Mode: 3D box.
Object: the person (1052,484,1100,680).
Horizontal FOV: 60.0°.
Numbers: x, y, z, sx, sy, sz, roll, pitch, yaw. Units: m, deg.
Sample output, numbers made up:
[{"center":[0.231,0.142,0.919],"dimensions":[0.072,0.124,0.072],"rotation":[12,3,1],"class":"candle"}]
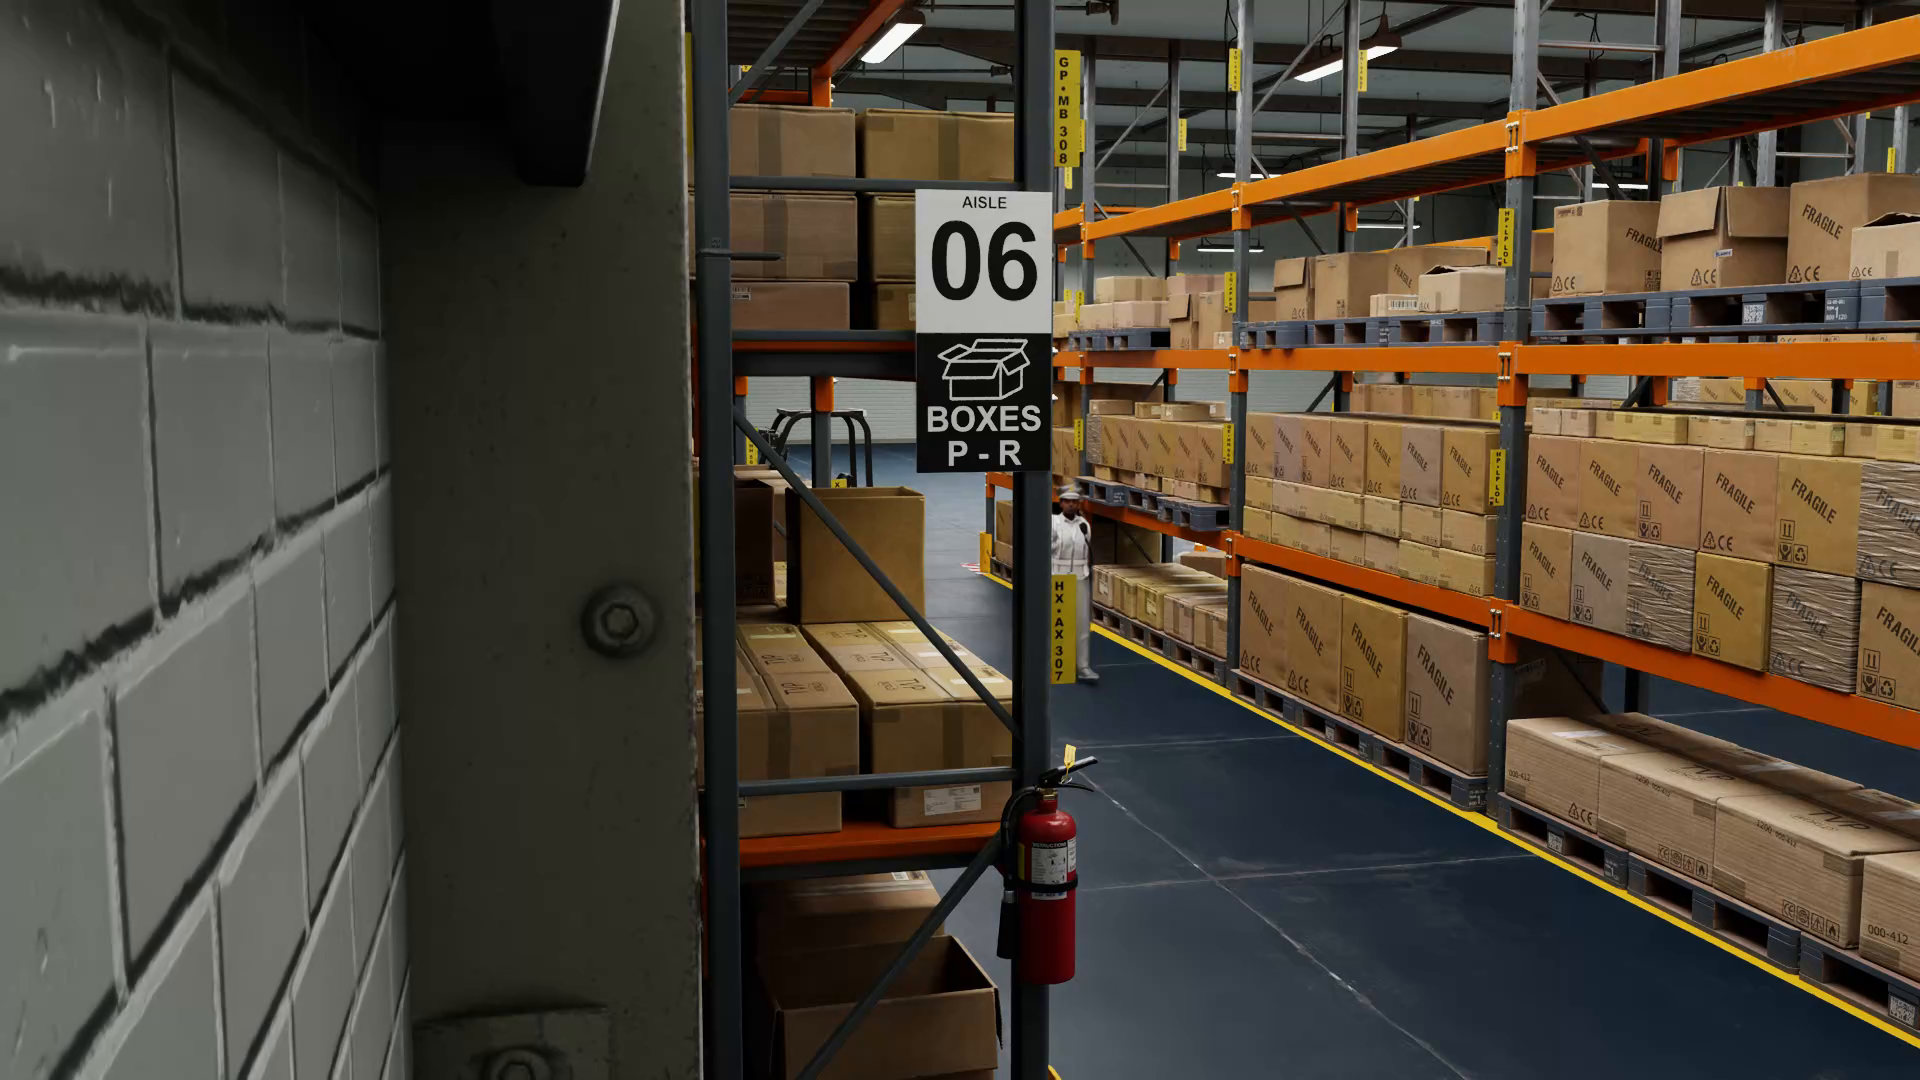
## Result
[{"center":[0.924,0.339,14.258],"dimensions":[0.473,1.637,1.016],"rotation":[-1,6,-9],"class":"person"}]
